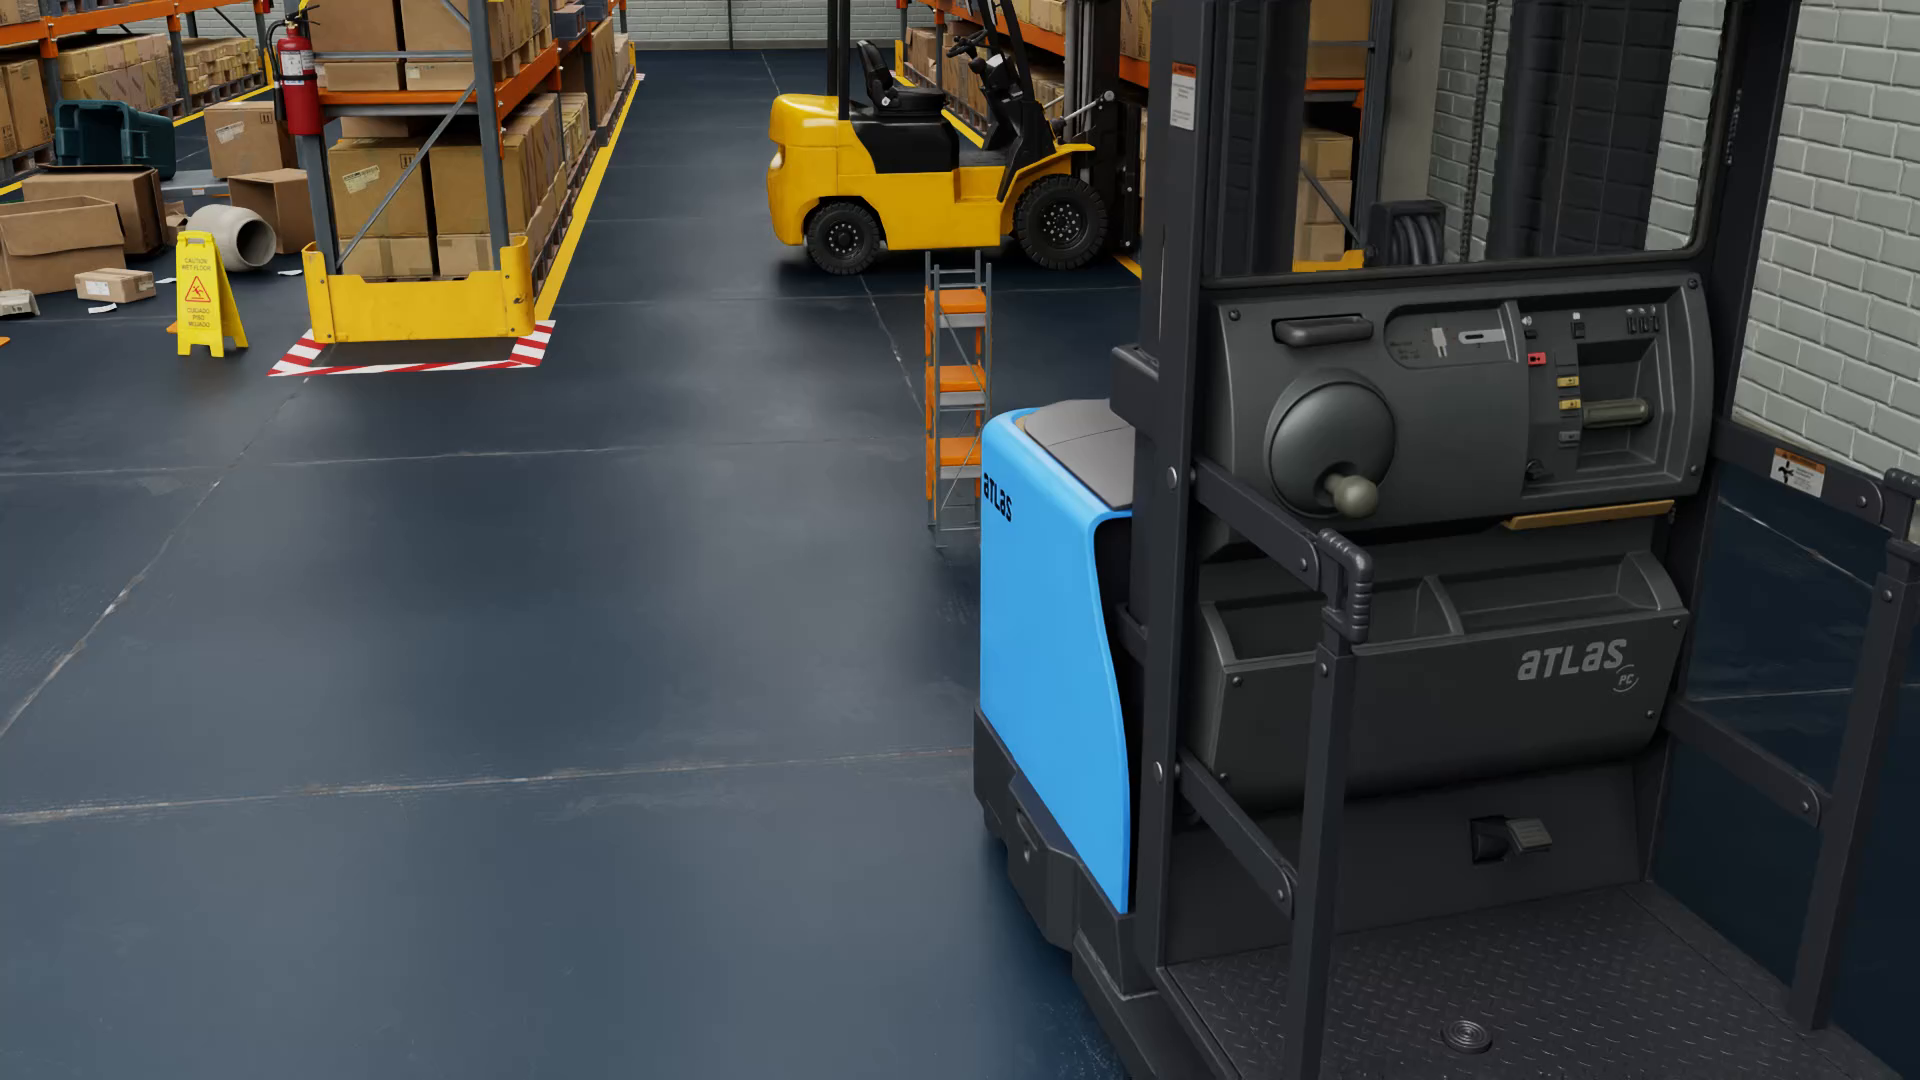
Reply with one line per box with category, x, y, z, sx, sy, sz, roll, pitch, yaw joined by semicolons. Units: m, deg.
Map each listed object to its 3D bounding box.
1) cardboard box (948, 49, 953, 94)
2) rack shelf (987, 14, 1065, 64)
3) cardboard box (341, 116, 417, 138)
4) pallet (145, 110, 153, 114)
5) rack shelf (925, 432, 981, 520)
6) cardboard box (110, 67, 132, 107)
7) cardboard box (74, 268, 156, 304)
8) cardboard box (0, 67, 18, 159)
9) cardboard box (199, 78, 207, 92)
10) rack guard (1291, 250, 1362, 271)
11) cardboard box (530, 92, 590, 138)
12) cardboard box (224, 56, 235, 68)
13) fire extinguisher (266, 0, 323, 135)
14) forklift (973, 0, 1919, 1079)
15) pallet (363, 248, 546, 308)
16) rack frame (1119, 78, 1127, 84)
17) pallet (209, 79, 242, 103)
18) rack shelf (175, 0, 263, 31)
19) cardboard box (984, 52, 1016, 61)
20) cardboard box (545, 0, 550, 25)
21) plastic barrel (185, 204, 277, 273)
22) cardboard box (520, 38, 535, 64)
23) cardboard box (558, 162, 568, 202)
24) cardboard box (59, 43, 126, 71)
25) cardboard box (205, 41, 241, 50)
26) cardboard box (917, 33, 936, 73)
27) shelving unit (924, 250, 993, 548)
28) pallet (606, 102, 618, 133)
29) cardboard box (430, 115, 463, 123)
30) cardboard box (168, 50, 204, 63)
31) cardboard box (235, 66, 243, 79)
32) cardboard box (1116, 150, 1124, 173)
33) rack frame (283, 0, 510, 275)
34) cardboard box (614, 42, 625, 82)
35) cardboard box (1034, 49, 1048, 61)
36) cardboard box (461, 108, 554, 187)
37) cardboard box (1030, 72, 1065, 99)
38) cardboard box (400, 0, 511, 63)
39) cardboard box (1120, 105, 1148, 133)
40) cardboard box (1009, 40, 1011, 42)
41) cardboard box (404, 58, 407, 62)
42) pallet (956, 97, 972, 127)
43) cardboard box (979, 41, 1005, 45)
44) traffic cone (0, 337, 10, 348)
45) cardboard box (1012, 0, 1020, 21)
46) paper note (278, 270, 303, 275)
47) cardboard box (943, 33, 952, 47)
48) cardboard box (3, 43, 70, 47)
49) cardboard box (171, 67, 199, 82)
cardboard box;0.137;-5.610;19.923;0.500;0.500;0.500;-3;21;-8
rack shelf;1.068;-4.533;15.094;1.077;0.370;4.000;-3;21;-8
cardboard box;-3.471;-2.493;9.934;0.380;0.149;0.250;-2;21;-6
pallet;-9.299;-4.412;17.727;1.003;0.211;1.213;-3;21;-8
rack shelf;-0.008;-0.240;6.183;0.215;0.259;0.240;-3;21;-8
cardboard box;-9.019;-4.661;17.381;0.500;0.500;0.500;-3;21;-9
cardboard box;-5.166;-1.557;10.173;0.380;0.149;0.250;8;22;20
cardboard box;-8.887;-3.651;14.320;1.050;0.750;0.750;-3;21;-7
cardboard box;-9.365;-5.507;20.147;0.380;0.149;0.250;-2;21;-6
rack guard;1.936;-1.613;9.821;1.175;0.500;0.348;-3;21;-8
cardboard box;-4.060;-4.080;16.010;0.950;0.372;0.625;-4;21;-11
cardboard box;-9.627;-6.180;21.525;0.380;0.149;0.250;-2;21;-5
fire extinguisher;-3.418;-2.442;8.578;0.296;0.674;0.183;-3;21;-8
forklift;0.937;-0.231;2.644;1.130;2.935;3.031;-6;21;-15
pallet;-3.071;-1.544;10.049;1.003;0.211;1.213;-3;21;-8
rack frame;1.356;-4.178;13.114;1.000;3.000;0.127;-3;21;-8
pallet;-9.903;-5.759;21.333;1.003;0.211;1.213;-3;21;-8
rack shelf;-9.880;-6.767;21.074;1.077;0.370;4.000;-3;21;-8
cardboard box;0.458;-5.050;17.496;0.380;0.149;0.250;-4;21;-10
cardboard box;-3.245;-3.971;11.993;0.500;0.500;0.500;-3;21;-9
plastic barrel;-4.774;-1.973;10.893;0.512;0.421;0.421;12;24;30
cardboard box;-2.977;-3.183;10.811;0.380;0.149;0.250;-3;21;-7
cardboard box;-3.204;-2.643;12.336;0.500;0.250;0.500;-2;21;-5
cardboard box;-9.007;-5.002;17.221;0.500;0.250;0.500;-3;21;-7
cardboard box;-9.724;-6.499;21.955;0.380;0.149;0.250;-4;21;-10
cardboard box;-0.317;-6.656;22.721;0.500;0.500;0.500;-3;21;-7
shelving unit;-0.008;-0.510;6.082;0.215;1.050;0.252;-3;21;-8
pallet;-4.343;-4.703;18.506;1.003;0.211;1.213;-3;21;-8
cardboard box;-3.575;-2.604;11.158;0.500;0.500;0.500;-2;21;-5
cardboard box;-9.563;-5.953;20.493;0.380;0.149;0.250;-3;21;-9
cardboard box;-9.649;-6.136;21.832;0.380;0.149;0.250;-4;21;-10
cardboard box;1.328;-2.614;11.542;0.500;0.250;0.500;-3;21;-8
rack frame;-2.978;-2.541;8.732;1.000;3.000;0.127;-3;21;-8
cardboard box;-4.822;-6.225;21.658;0.875;0.438;0.875;-4;21;-9
cardboard box;1.001;-5.182;17.848;0.380;0.149;0.250;-2;21;-6
cardboard box;-3.054;-2.642;11.261;0.500;0.500;0.500;-2;21;-5
cardboard box;1.055;-3.971;15.355;0.875;0.625;0.625;-4;21;-10
cardboard box;-2.772;-2.905;9.139;0.500;0.500;0.500;-3;21;-9
cardboard box;1.330;-2.840;11.433;0.500;0.250;0.500;-3;21;-9
cardboard box;0.770;-5.718;19.284;0.380;0.149;0.250;-3;21;-7
cardboard box;-3.473;-2.802;9.789;0.380;0.149;0.250;-3;21;-7
pallet;0.537;-4.938;19.136;1.003;0.211;1.213;-3;21;-8
cardboard box;0.310;-5.598;18.964;0.380;0.149;0.250;-3;21;-8
traffic cone;-5.366;-1.263;8.936;0.336;0.463;0.334;-3;21;-8
cardboard box;0.751;-4.974;15.461;0.500;0.250;0.500;-4;21;-10
paper note;-4.377;-1.754;10.870;0.142;0.019;0.148;-11;23;-26
cardboard box;-0.008;-6.139;20.412;0.380;0.149;0.250;-2;21;-5
cardboard box;-9.515;-4.978;17.158;0.500;0.250;0.500;-2;21;-6
cardboard box;-9.328;-5.553;19.847;0.380;0.149;0.250;-2;21;-5
